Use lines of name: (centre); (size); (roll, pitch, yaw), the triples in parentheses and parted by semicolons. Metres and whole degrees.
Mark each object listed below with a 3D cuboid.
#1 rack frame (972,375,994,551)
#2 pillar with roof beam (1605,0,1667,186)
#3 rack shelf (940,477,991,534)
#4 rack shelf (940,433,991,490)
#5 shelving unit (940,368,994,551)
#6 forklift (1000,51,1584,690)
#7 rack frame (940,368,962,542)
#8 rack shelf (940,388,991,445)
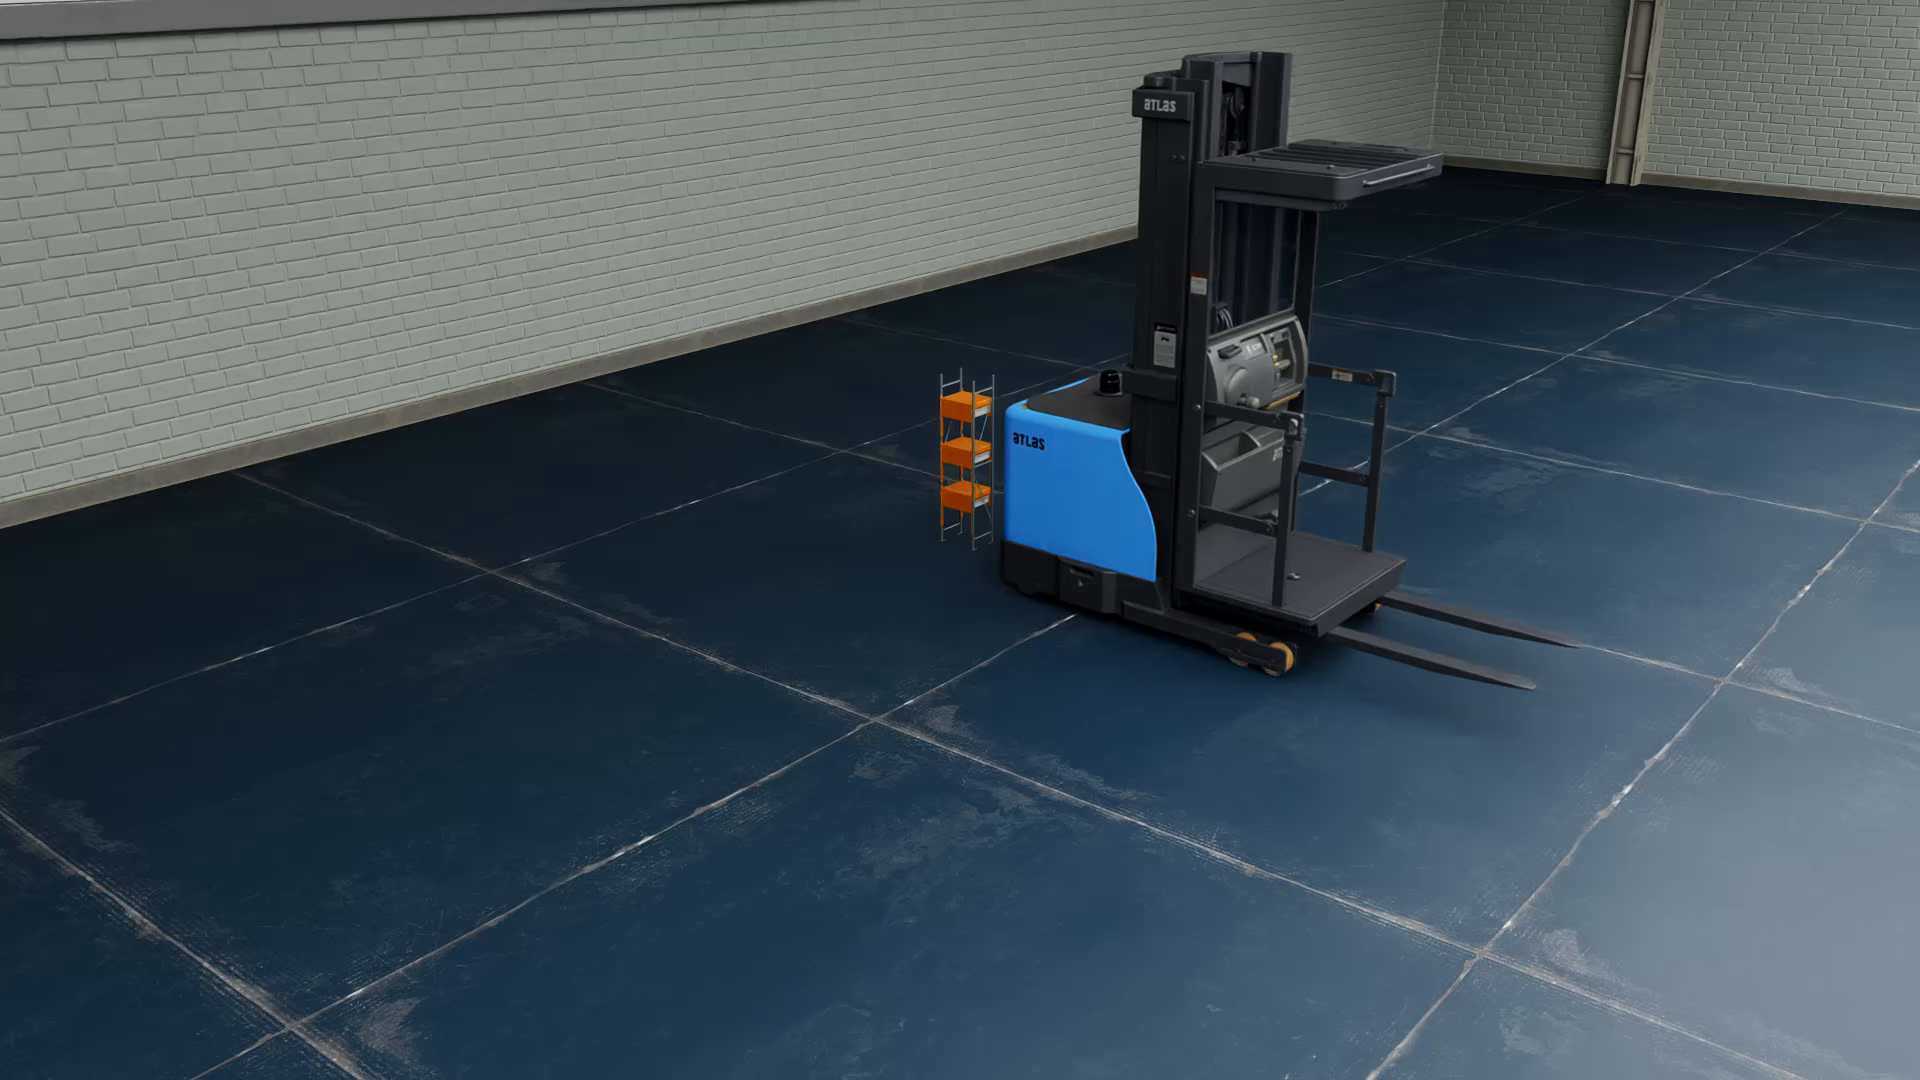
rack frame: (0.136, -0.452, 9.879); (0.008, 1.050, 0.200); (16, 26, 36)
pillar with roof beam: (6.678, -8.091, 18.869); (0.400, 9.000, 9.100); (16, 26, 36)
rack shelf: (0.041, -0.209, 10.053); (0.240, 0.259, 0.215); (16, 26, 36)
rack shelf: (0.041, -0.469, 9.955); (0.240, 0.259, 0.215); (16, 26, 36)
shelving unit: (0.041, -0.479, 9.951); (0.252, 1.050, 0.215); (16, 26, 36)
forklift: (1.690, -0.899, 8.399); (3.031, 2.935, 1.130); (16, 26, 36)
rack frame: (-0.053, -0.507, 10.023); (0.008, 1.050, 0.200); (16, 26, 36)
rack shelf: (0.041, -0.735, 9.855); (0.240, 0.259, 0.215); (16, 26, 36)
